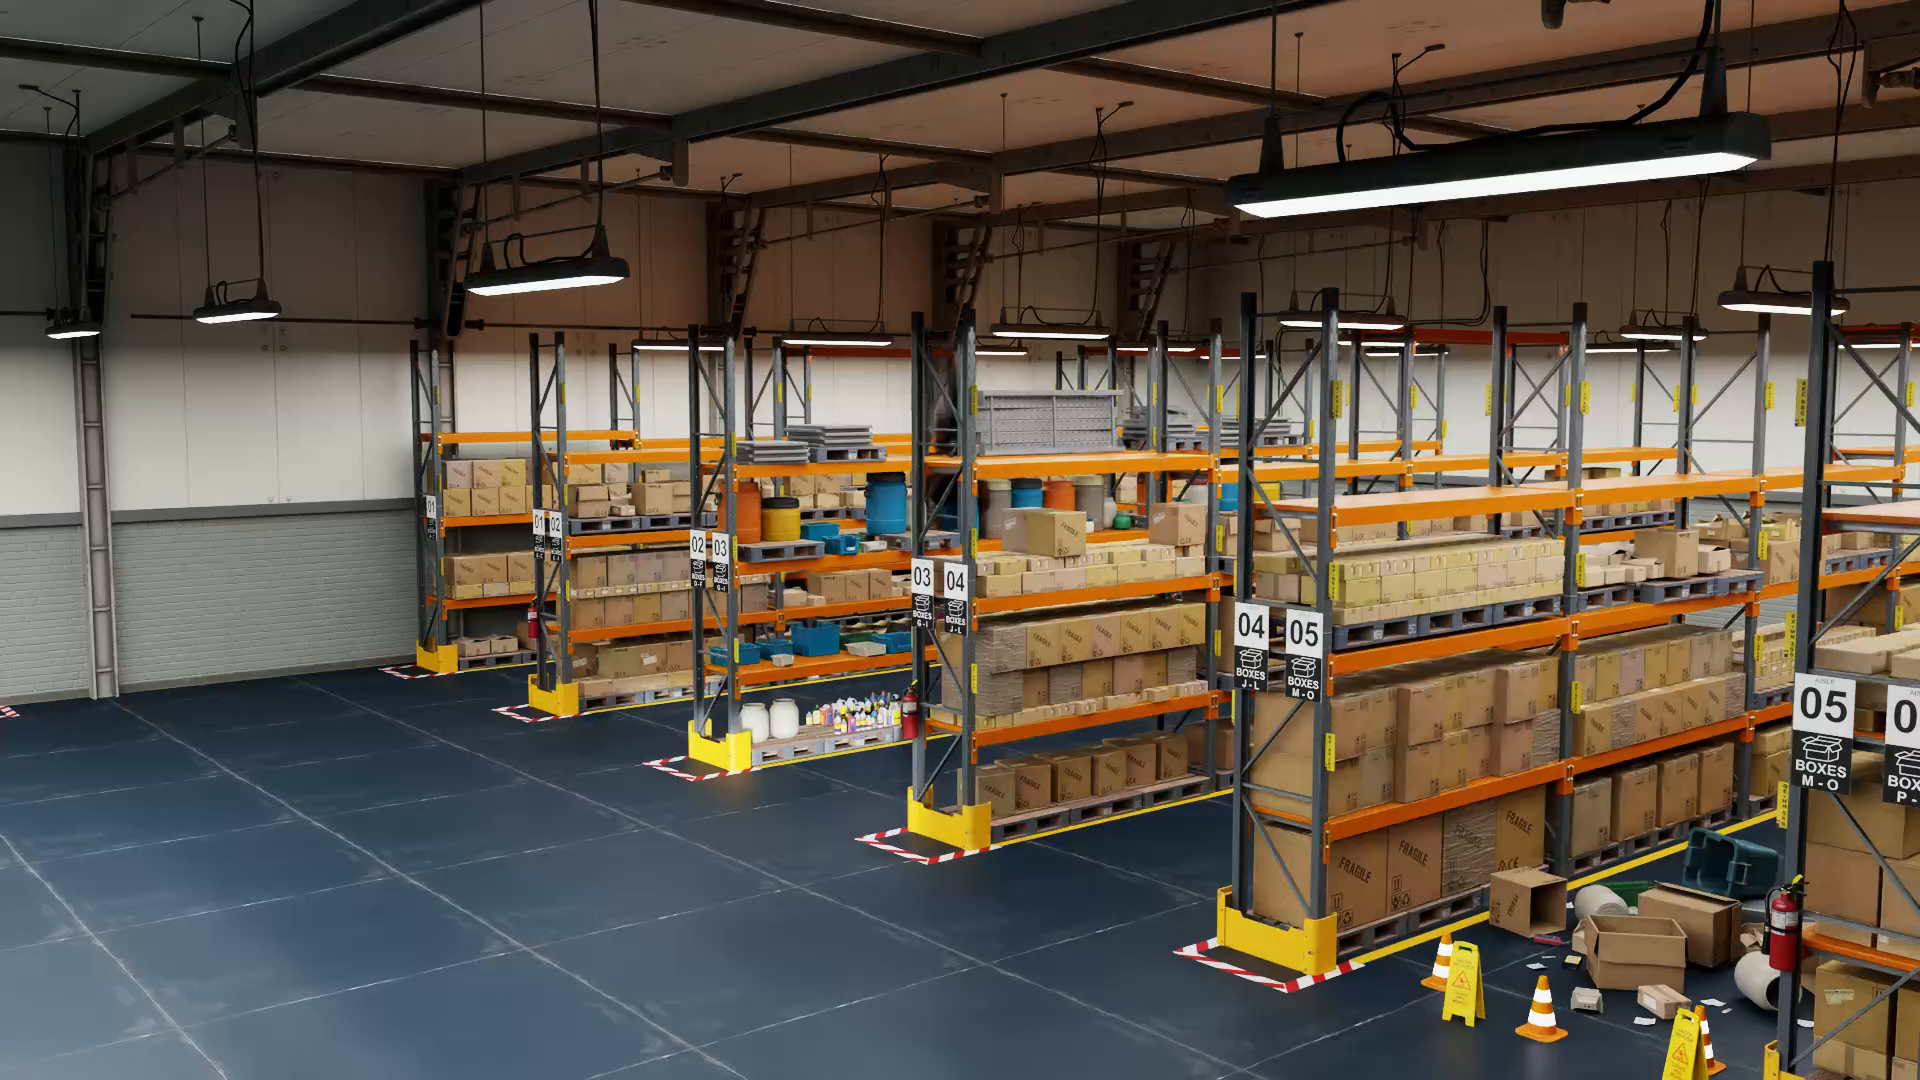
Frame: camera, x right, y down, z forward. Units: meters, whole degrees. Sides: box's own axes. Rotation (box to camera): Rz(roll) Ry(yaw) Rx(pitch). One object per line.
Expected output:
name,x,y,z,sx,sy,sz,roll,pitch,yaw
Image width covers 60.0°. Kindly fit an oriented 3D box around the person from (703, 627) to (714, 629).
person,-4.581,1.496,30.246,0.876,1.754,0.649,-5,7,-44
